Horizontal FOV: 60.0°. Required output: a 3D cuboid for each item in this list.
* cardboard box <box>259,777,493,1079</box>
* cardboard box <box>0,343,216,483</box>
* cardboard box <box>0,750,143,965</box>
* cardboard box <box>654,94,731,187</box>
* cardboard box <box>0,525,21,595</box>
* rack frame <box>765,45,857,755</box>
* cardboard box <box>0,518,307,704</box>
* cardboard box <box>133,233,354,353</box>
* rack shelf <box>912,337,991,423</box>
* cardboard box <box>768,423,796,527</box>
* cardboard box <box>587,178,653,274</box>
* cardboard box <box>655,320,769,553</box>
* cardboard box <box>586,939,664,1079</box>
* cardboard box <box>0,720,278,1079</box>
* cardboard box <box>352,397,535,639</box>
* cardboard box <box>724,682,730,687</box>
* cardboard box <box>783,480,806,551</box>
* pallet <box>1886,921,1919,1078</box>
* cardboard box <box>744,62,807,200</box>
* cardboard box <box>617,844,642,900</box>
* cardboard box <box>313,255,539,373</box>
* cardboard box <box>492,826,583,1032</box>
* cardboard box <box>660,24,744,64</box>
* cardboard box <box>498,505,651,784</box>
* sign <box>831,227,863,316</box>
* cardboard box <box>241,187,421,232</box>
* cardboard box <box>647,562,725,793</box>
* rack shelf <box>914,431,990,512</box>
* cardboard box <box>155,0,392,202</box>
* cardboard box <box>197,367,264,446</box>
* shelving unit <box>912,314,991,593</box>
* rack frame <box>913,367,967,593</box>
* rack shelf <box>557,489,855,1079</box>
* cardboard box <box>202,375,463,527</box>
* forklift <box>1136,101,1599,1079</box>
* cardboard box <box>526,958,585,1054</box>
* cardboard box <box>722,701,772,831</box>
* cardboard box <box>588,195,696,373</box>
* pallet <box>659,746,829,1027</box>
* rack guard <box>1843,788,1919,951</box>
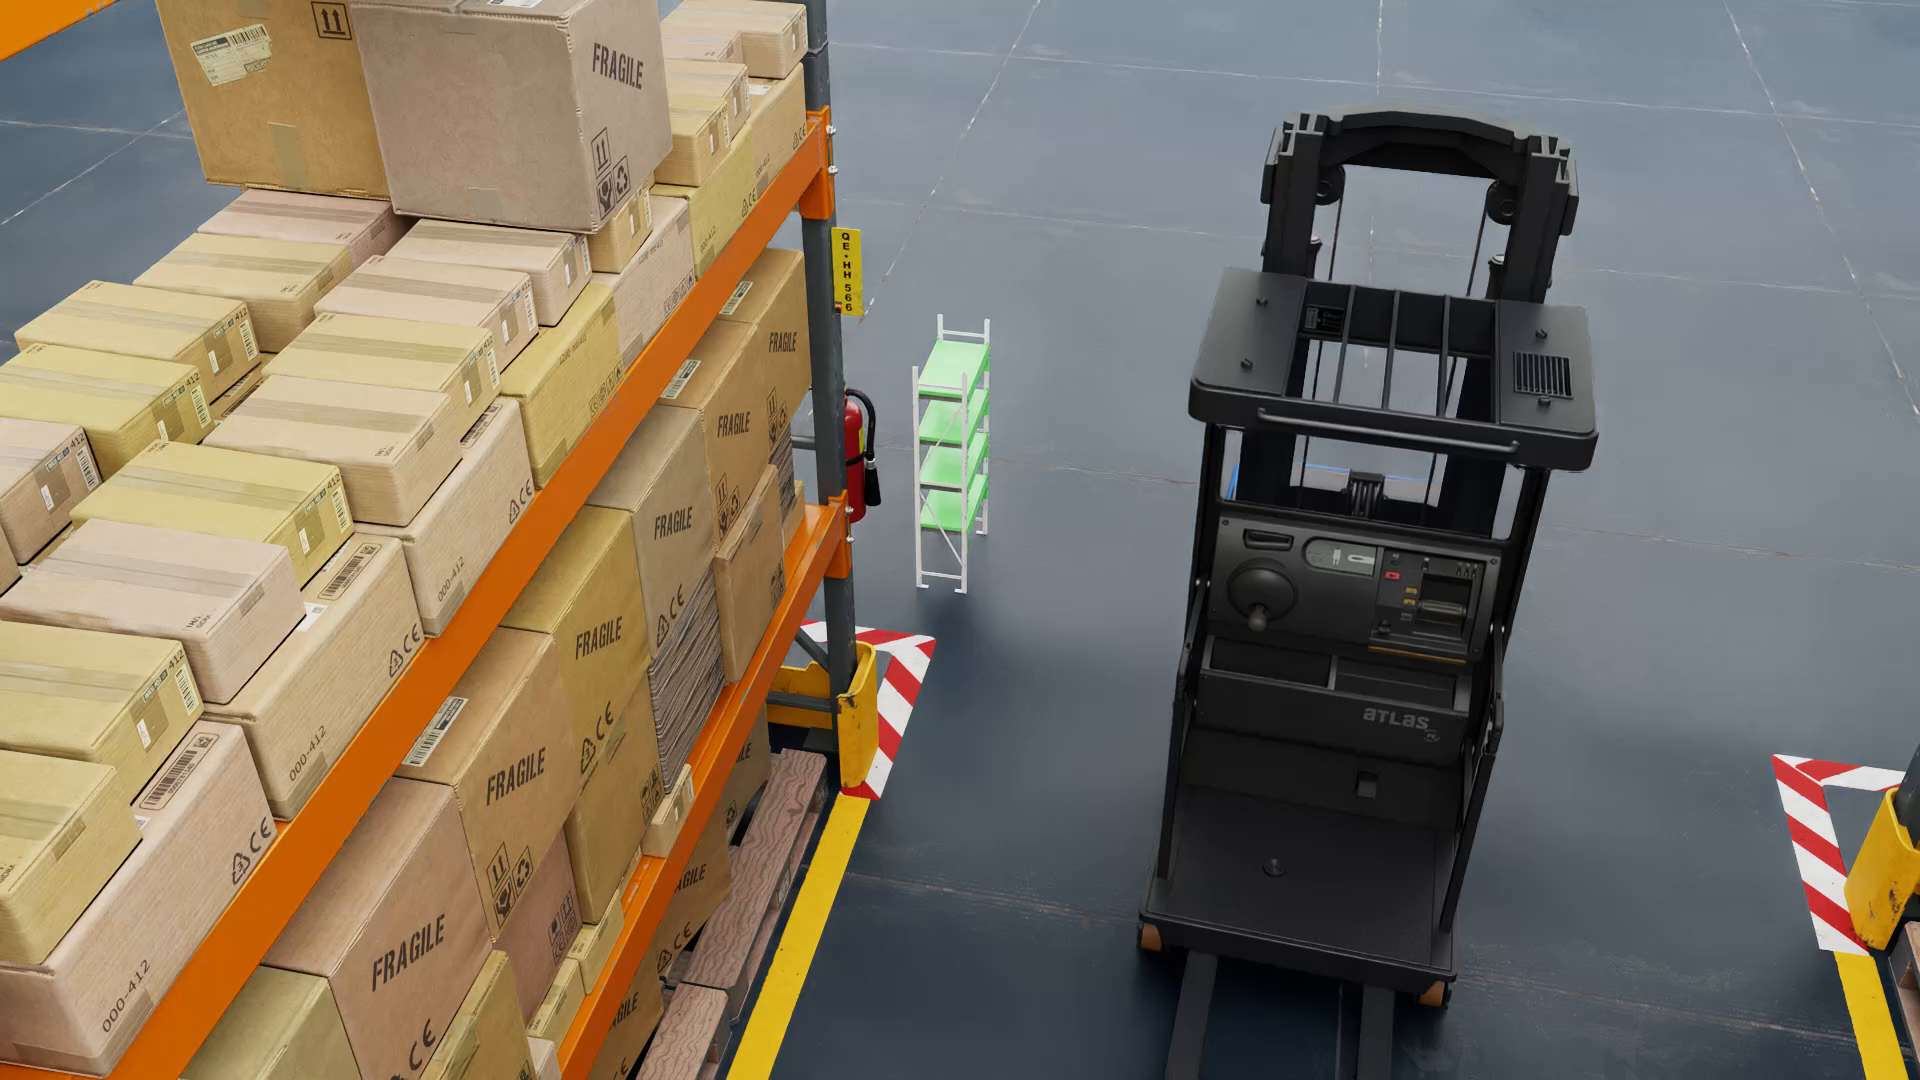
[{"bbox_3d":[-1.328,0.813,3.382,0.500,0.500,0.500,7,37,10],"label":"cardboard box"},{"bbox_3d":[-1.714,-0.243,3.261,0.380,0.149,0.250,9,37,12],"label":"cardboard box"},{"bbox_3d":[-1.407,0.428,2.335,0.380,0.149,0.250,6,36,9],"label":"cardboard box"},{"bbox_3d":[-0.830,-1.067,4.398,0.380,0.149,0.250,8,37,10],"label":"cardboard box"},{"bbox_3d":[-1.875,0.057,2.847,0.380,0.149,0.250,6,36,8],"label":"cardboard box"},{"bbox_3d":[-0.924,-0.402,6.248,1.000,3.000,0.127,7,37,10],"label":"rack frame"},{"bbox_3d":[-1.338,0.114,2.769,0.380,0.149,0.250,8,37,10],"label":"cardboard box"},{"bbox_3d":[-1.571,-0.546,3.680,0.380,0.149,0.250,6,36,8],"label":"cardboard box"},{"bbox_3d":[-0.035,-0.728,7.523,0.258,0.148,0.480,7,37,10],"label":"rack shelf"},{"bbox_3d":[-1.068,-0.251,5.702,0.875,0.500,0.500,7,37,10],"label":"cardboard box"},{"bbox_3d":[-0.963,-0.774,3.994,0.380,0.149,0.250,6,36,8],"label":"cardboard box"},{"bbox_3d":[-0.901,-0.334,4.964,0.500,0.500,0.500,7,37,10],"label":"cardboard box"},{"bbox_3d":[-1.320,1.500,5.397,0.500,0.500,0.500,11,37,14],"label":"cardboard box"},{"bbox_3d":[-1.432,0.512,2.560,0.500,0.250,0.500,6,36,8],"label":"cardboard box"},{"bbox_3d":[-1.207,-0.076,3.370,0.500,0.250,0.500,6,36,8],"label":"cardboard box"},{"bbox_3d":[-0.908,0.323,5.462,0.380,0.149,0.250,7,37,10],"label":"cardboard box"},{"bbox_3d":[-0.783,-0.111,6.061,0.380,0.149,0.250,7,37,10],"label":"cardboard box"},{"bbox_3d":[3.766,1.863,5.500,1.003,0.211,1.213,7,37,10],"label":"pallet"},{"bbox_3d":[-0.778,-1.247,4.987,0.500,0.250,0.500,8,37,11],"label":"cardboard box"},{"bbox_3d":[-1.122,0.897,4.671,0.380,0.149,0.250,7,37,10],"label":"cardboard box"},{"bbox_3d":[-1.144,-0.476,3.583,0.380,0.149,0.250,8,37,11],"label":"cardboard box"},{"bbox_3d":[-1.472,0.899,4.115,0.875,0.500,0.500,7,37,10],"label":"cardboard box"},{"bbox_3d":[-0.848,-1.384,4.836,0.380,0.149,0.250,6,36,8],"label":"cardboard box"},{"bbox_3d":[-1.125,0.238,4.175,0.500,0.500,0.500,7,37,10],"label":"cardboard box"},{"bbox_3d":[-0.386,-0.918,5.704,0.100,0.325,0.005,7,37,10],"label":"sign"},{"bbox_3d":[-1.519,-0.847,4.094,0.380,0.149,0.250,6,36,8],"label":"cardboard box"},{"bbox_3d":[-1.206,0.332,4.897,0.875,0.500,0.500,7,37,10],"label":"cardboard box"},{"bbox_3d":[-0.035,-0.339,7.804,0.258,0.148,0.480,7,37,10],"label":"rack shelf"},{"bbox_3d":[-1.504,-1.163,3.977,0.500,0.500,0.500,7,37,10],"label":"cardboard box"},{"bbox_3d":[-1.710,-0.148,3.469,0.500,0.250,0.500,7,37,10],"label":"cardboard box"},{"bbox_3d":[-0.035,-0.391,7.767,0.258,1.200,0.503,7,37,10],"label":"shelving unit"},{"bbox_3d":[-0.087,-0.251,7.574,0.240,1.200,0.015,7,37,10],"label":"rack frame"},{"bbox_3d":[-1.351,1.036,4.878,1.077,0.370,4.000,7,37,10],"label":"rack shelf"},{"bbox_3d":[-1.186,-0.174,3.165,0.380,0.149,0.250,7,36,9],"label":"cardboard box"},{"bbox_3d":[1.273,0.226,5.440,1.130,2.935,3.031,9,37,12],"label":"forklift"},{"bbox_3d":[-1.195,1.188,4.269,0.380,0.149,0.250,7,37,10],"label":"cardboard box"},{"bbox_3d":[-1.073,0.796,6.368,0.500,0.500,0.500,14,38,19],"label":"cardboard box"},{"bbox_3d":[-1.000,-0.668,4.188,0.500,0.250,0.500,8,37,11],"label":"cardboard box"},{"bbox_3d":[-1.148,1.232,6.370,1.003,0.211,1.213,7,37,10],"label":"pallet"},{"bbox_3d":[3.945,1.281,6.057,1.175,0.500,0.348,7,37,10],"label":"rack guard"}]
